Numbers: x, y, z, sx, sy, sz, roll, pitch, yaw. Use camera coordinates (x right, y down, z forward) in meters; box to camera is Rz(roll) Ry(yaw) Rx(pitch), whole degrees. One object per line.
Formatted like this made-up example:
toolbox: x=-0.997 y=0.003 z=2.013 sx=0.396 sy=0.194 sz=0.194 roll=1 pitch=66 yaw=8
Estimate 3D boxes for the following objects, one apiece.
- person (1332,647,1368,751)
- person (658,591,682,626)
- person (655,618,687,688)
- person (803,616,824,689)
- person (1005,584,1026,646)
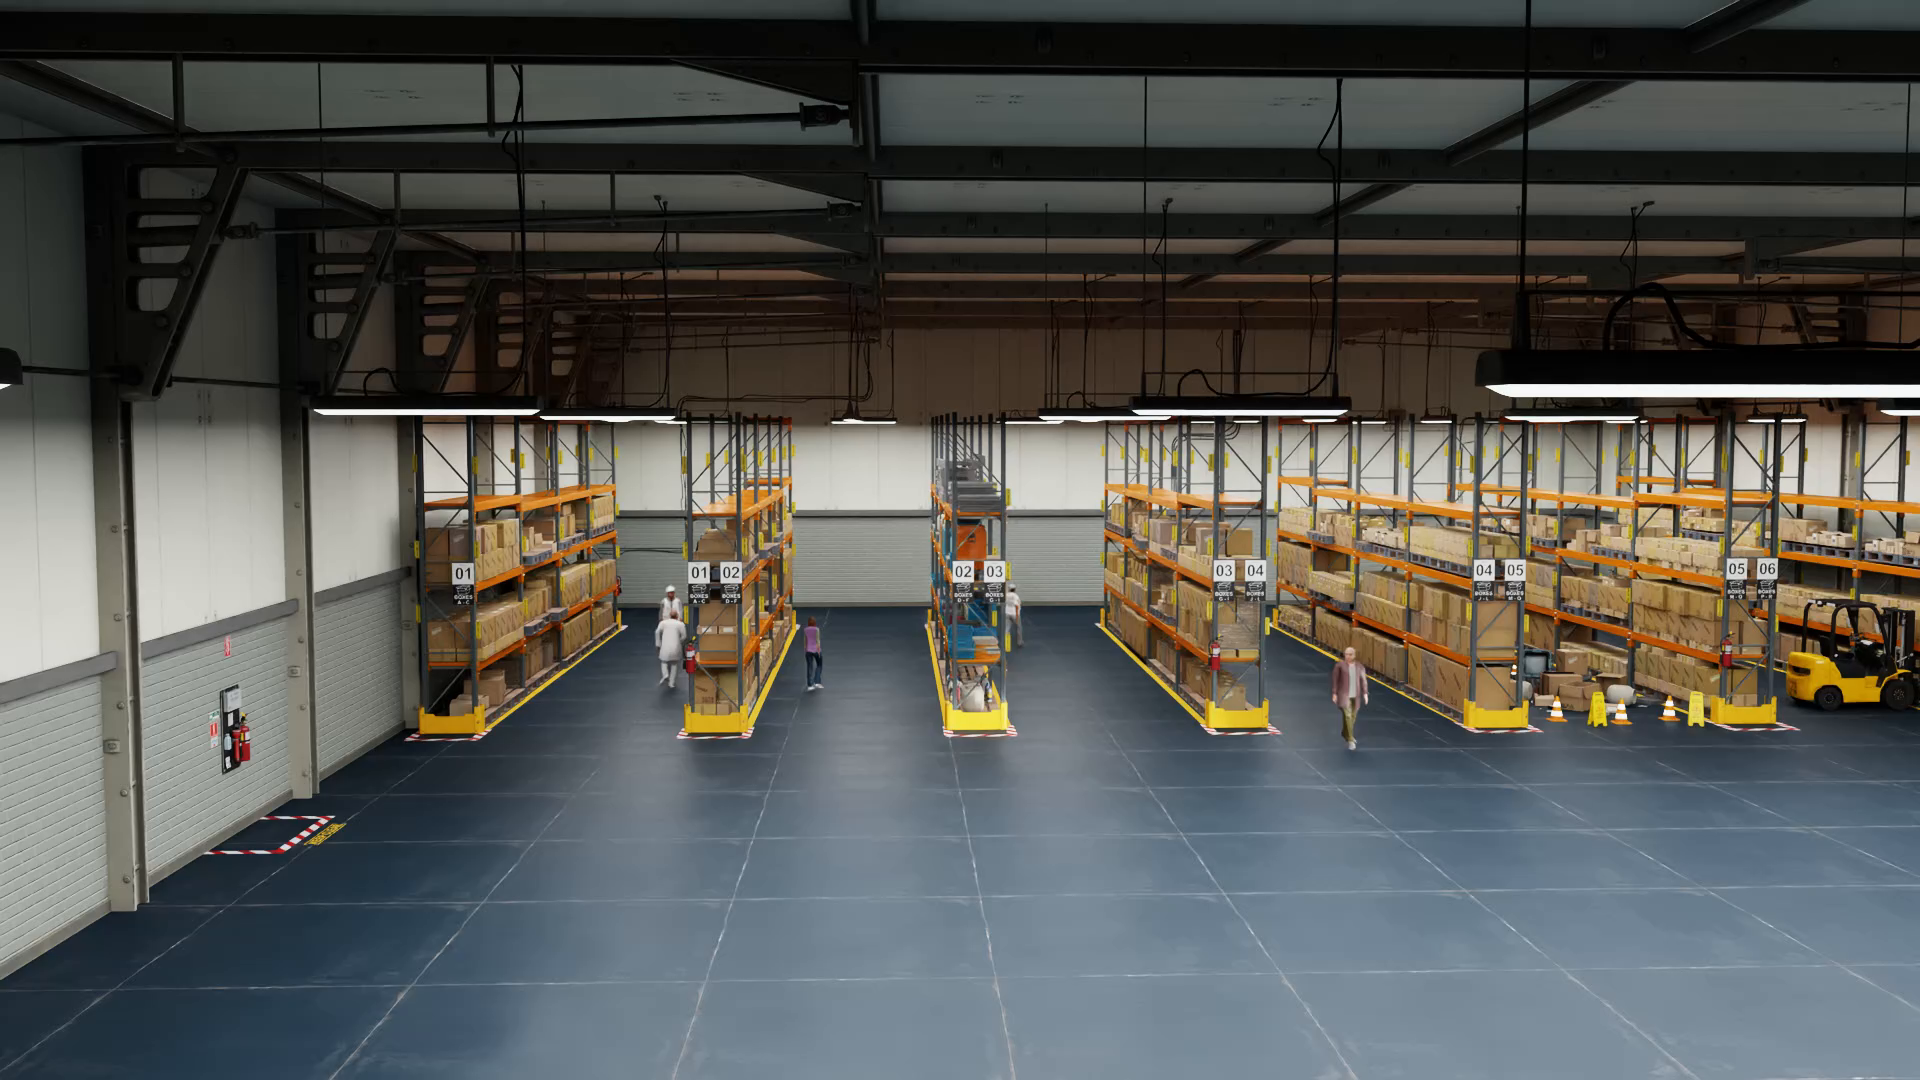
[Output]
person: x=6.997 y=2.828 z=29.799 sx=0.563 sy=1.822 sz=0.821 roll=-1 pitch=4 yaw=-11
person: x=-7.254 y=2.007 z=41.649 sx=0.606 sy=1.599 sz=0.917 roll=-1 pitch=4 yaw=-8
person: x=-6.373 y=2.488 z=36.637 sx=0.697 sy=1.495 sz=0.657 roll=0 pitch=4 yaw=-3
person: x=-3.229 y=2.470 z=36.187 sx=0.424 sy=1.607 sz=0.514 roll=1 pitch=4 yaw=10
person: x=1.380 y=1.956 z=43.207 sx=0.489 sy=1.640 sz=0.813 roll=3 pitch=5 yaw=34
